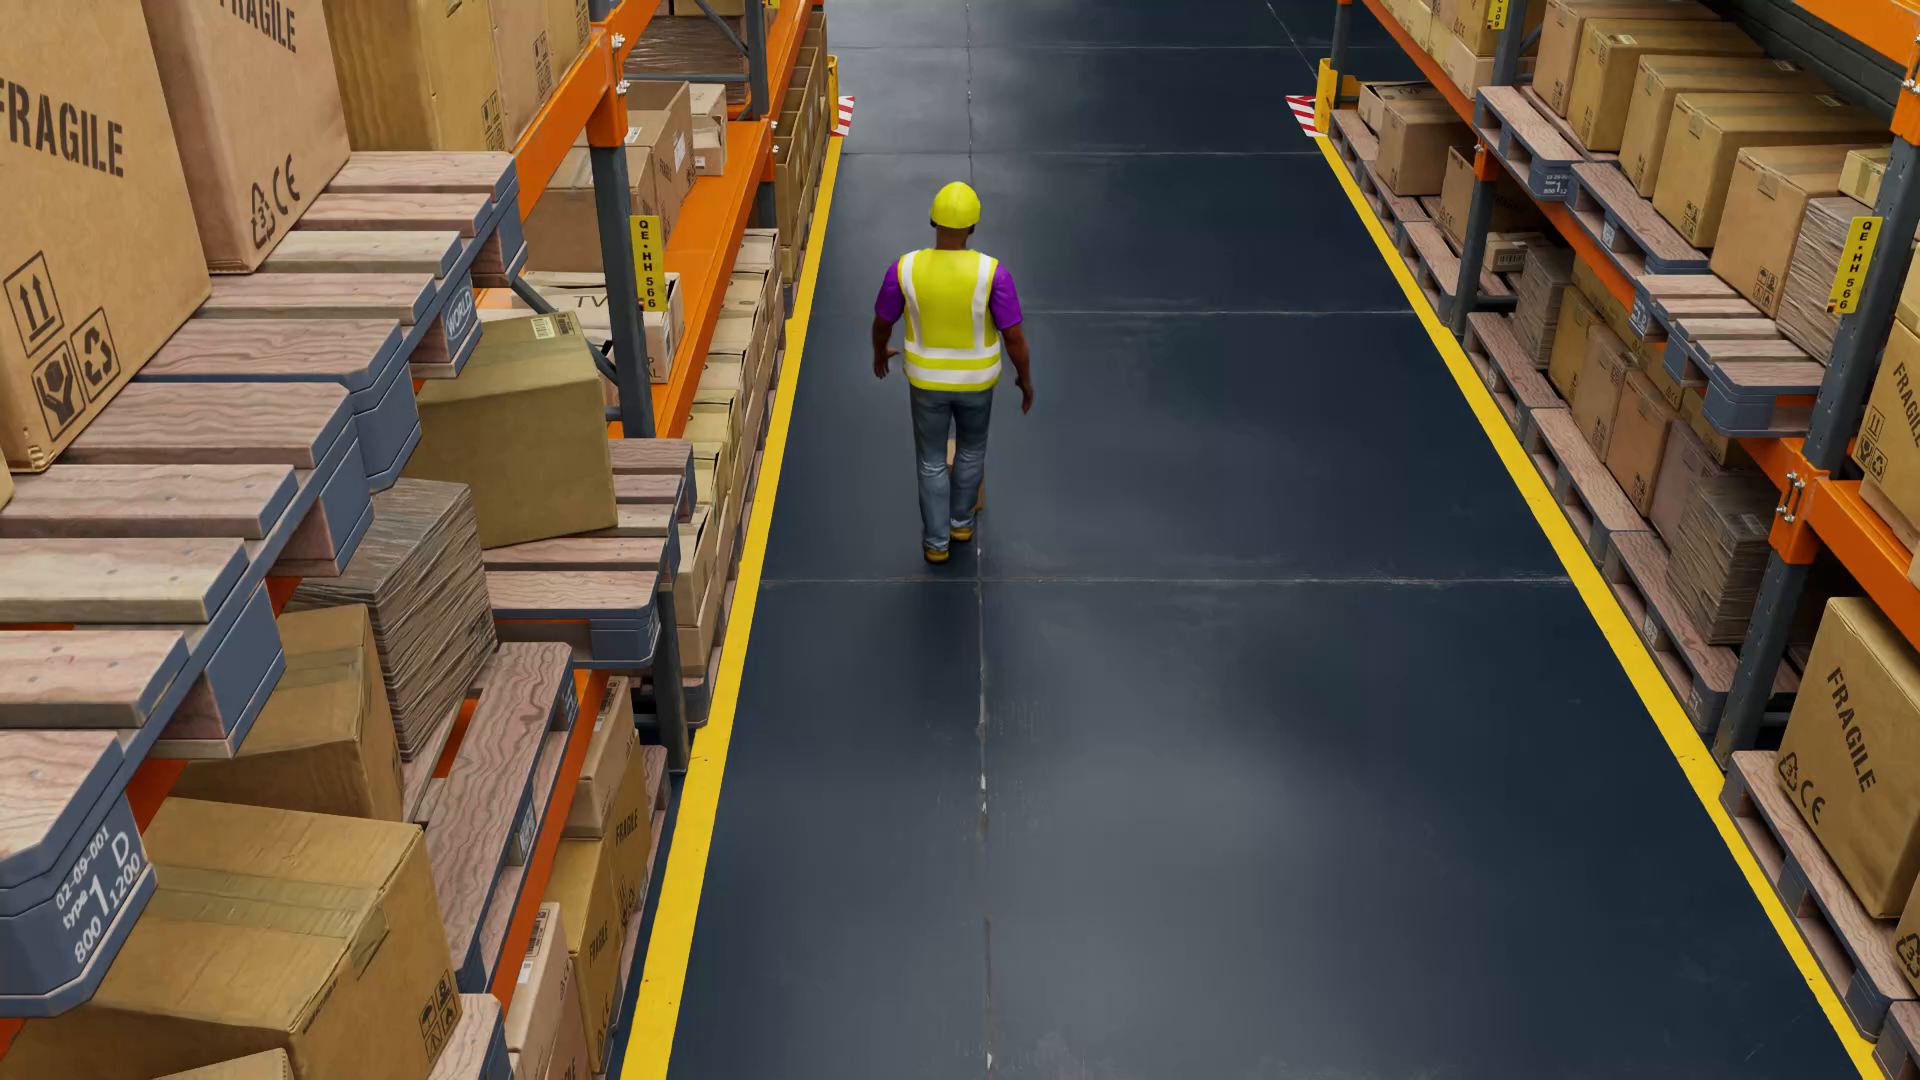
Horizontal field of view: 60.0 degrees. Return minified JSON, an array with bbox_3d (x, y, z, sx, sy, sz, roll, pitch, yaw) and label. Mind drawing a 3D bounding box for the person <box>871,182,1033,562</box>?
[{"bbox_3d":[-0.035,-0.724,7.362,0.718,1.822,0.502,1,31,1],"label":"person"}]
